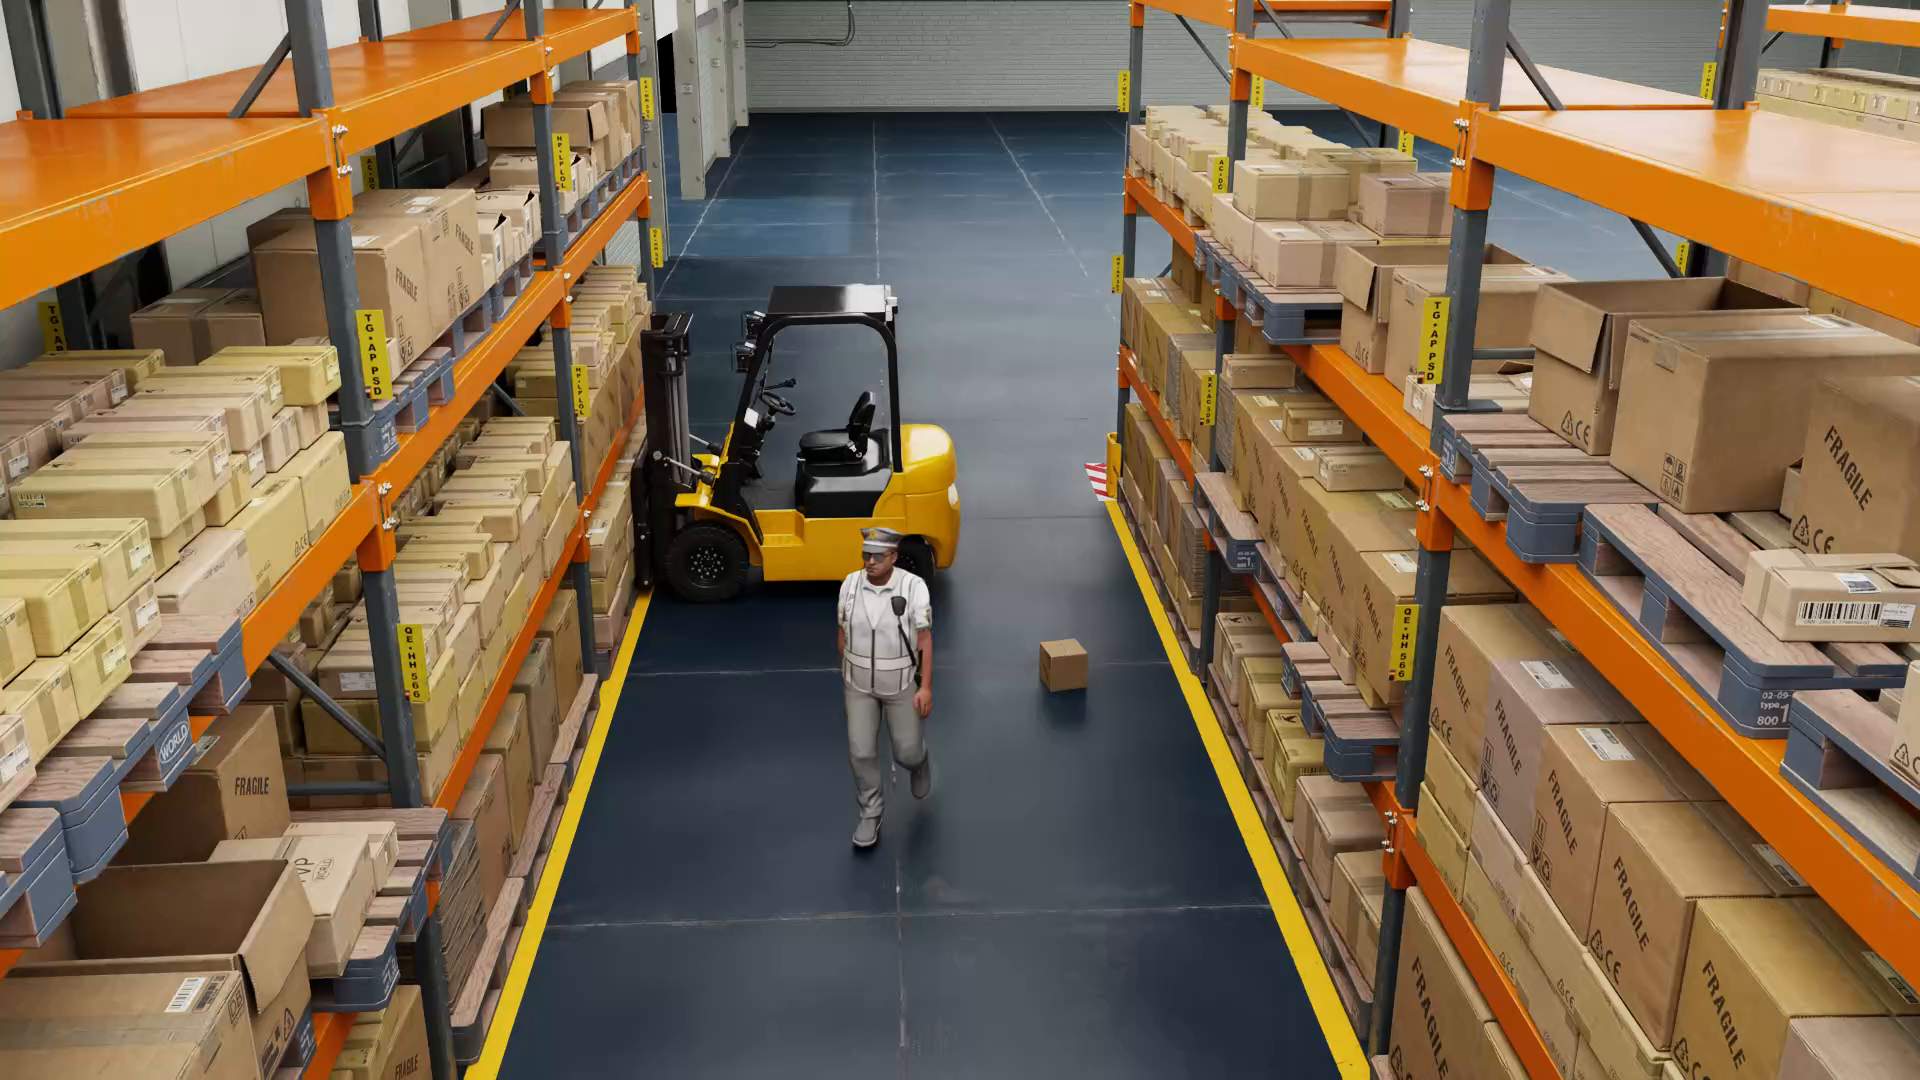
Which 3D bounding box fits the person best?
[{"bbox_3d":[-0.405,0.737,8.969,0.536,1.753,0.687,4,21,11],"label":"person"}]
